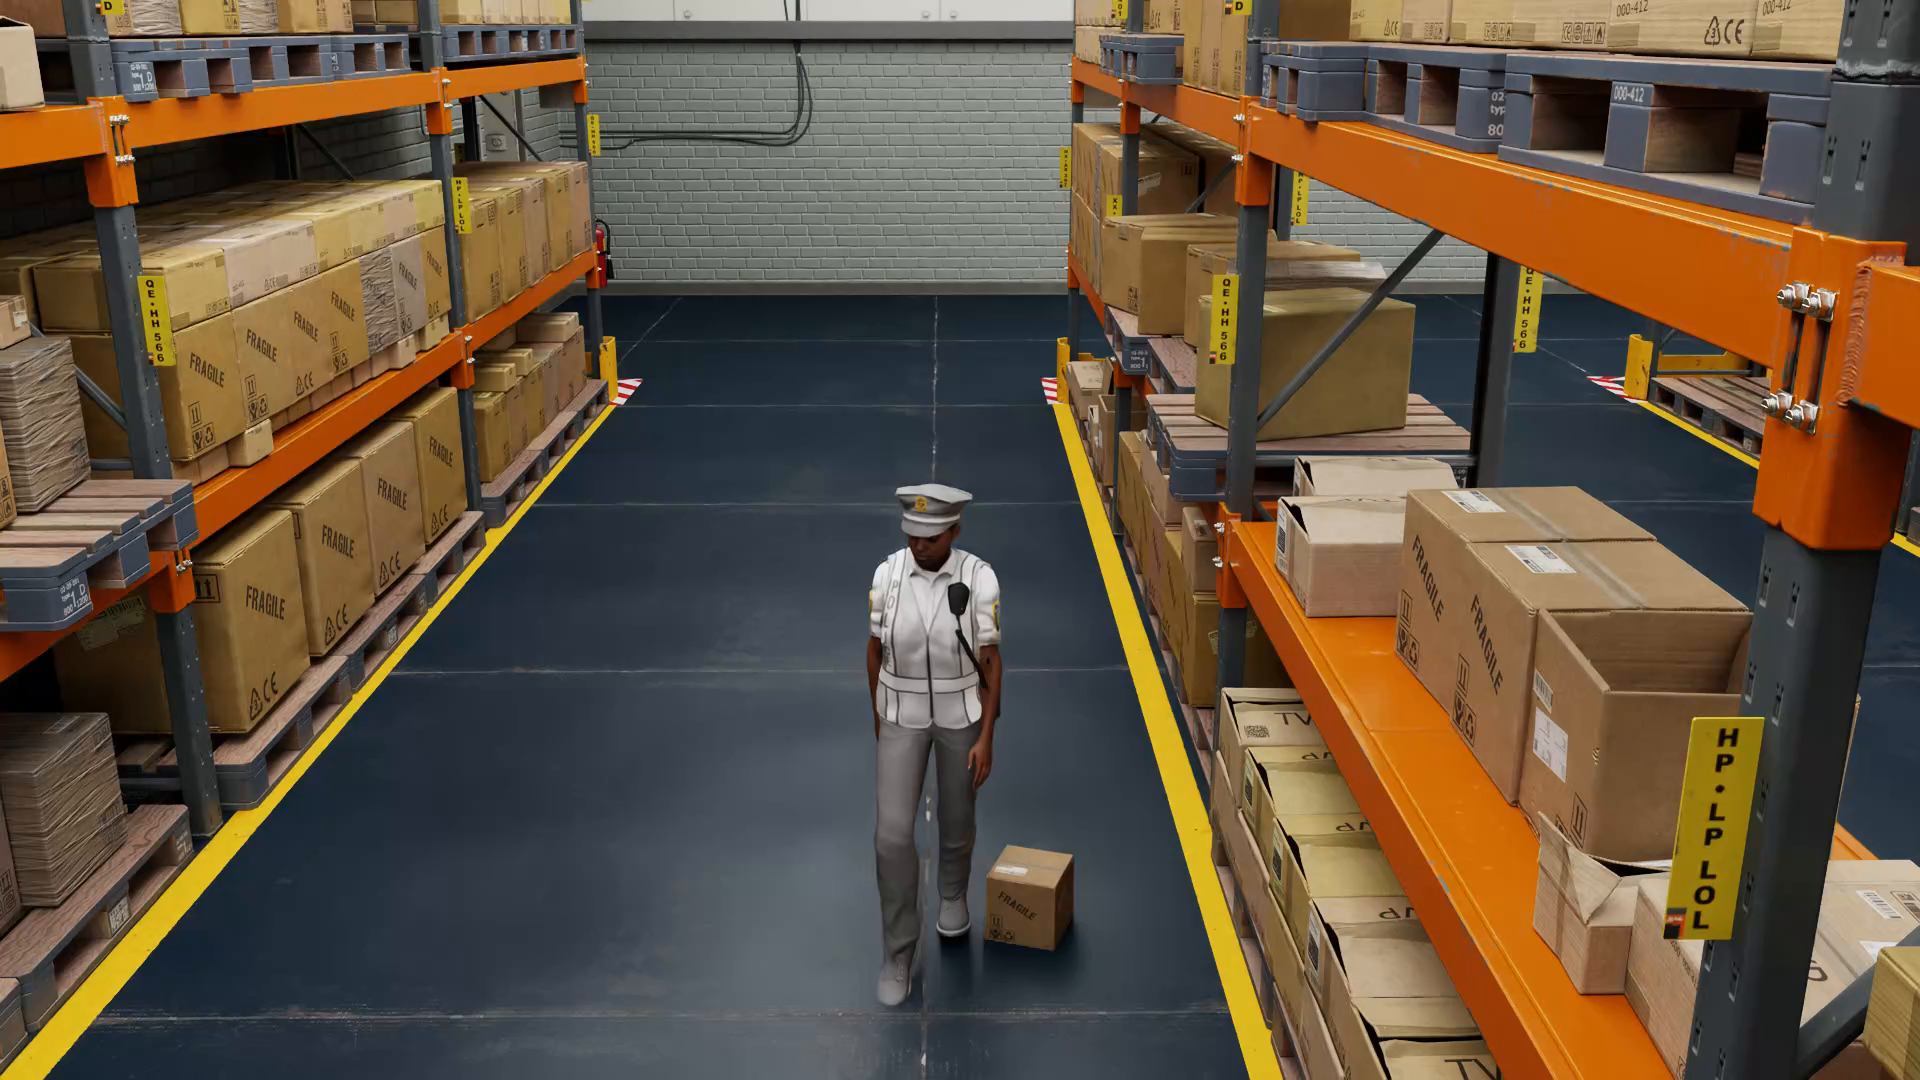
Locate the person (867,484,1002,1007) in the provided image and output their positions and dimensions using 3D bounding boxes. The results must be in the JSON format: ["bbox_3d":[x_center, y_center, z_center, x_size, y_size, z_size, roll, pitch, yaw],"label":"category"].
[{"bbox_3d":[-0.089,0.646,5.490,0.455,1.711,0.656,1,17,3],"label":"person"}]
